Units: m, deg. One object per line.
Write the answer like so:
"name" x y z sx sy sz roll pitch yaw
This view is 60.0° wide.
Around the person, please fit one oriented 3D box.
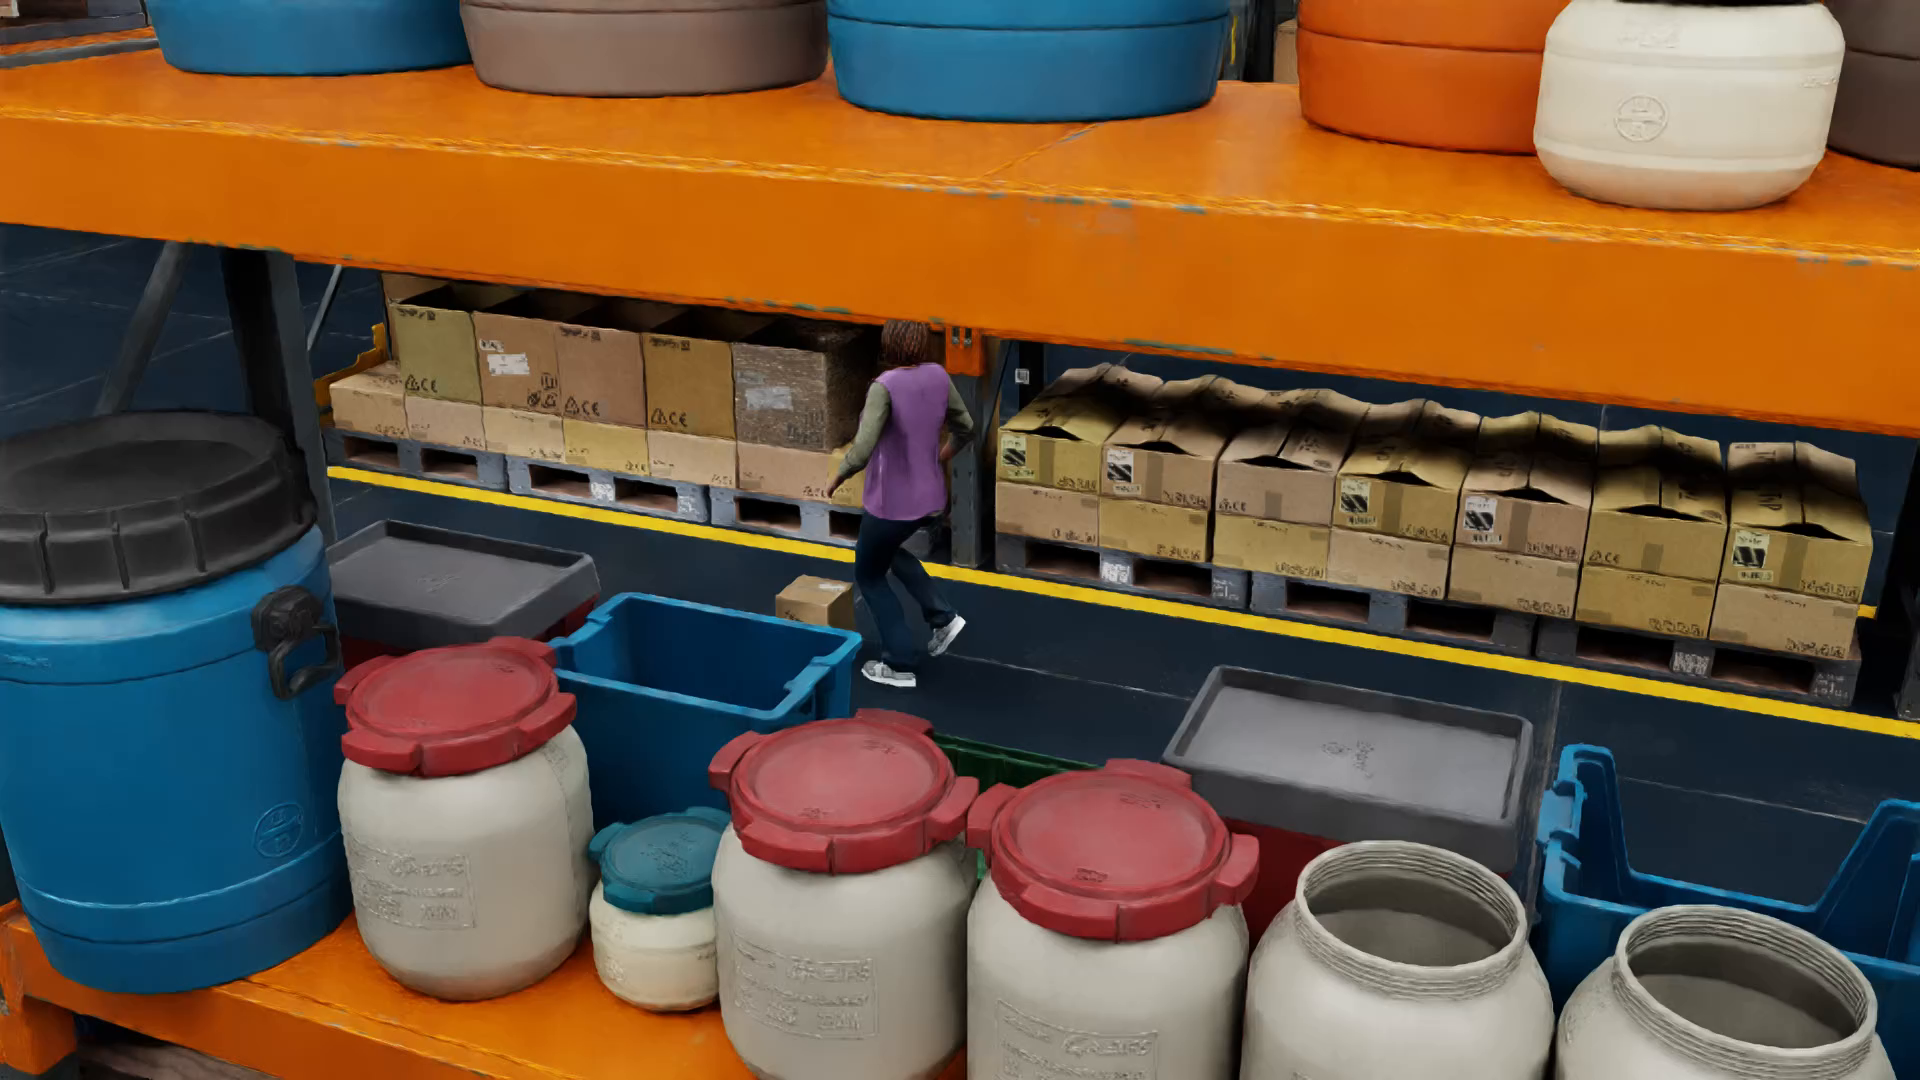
"person" -0.269 -0.152 6.509 0.439 1.563 0.585 17 28 35
